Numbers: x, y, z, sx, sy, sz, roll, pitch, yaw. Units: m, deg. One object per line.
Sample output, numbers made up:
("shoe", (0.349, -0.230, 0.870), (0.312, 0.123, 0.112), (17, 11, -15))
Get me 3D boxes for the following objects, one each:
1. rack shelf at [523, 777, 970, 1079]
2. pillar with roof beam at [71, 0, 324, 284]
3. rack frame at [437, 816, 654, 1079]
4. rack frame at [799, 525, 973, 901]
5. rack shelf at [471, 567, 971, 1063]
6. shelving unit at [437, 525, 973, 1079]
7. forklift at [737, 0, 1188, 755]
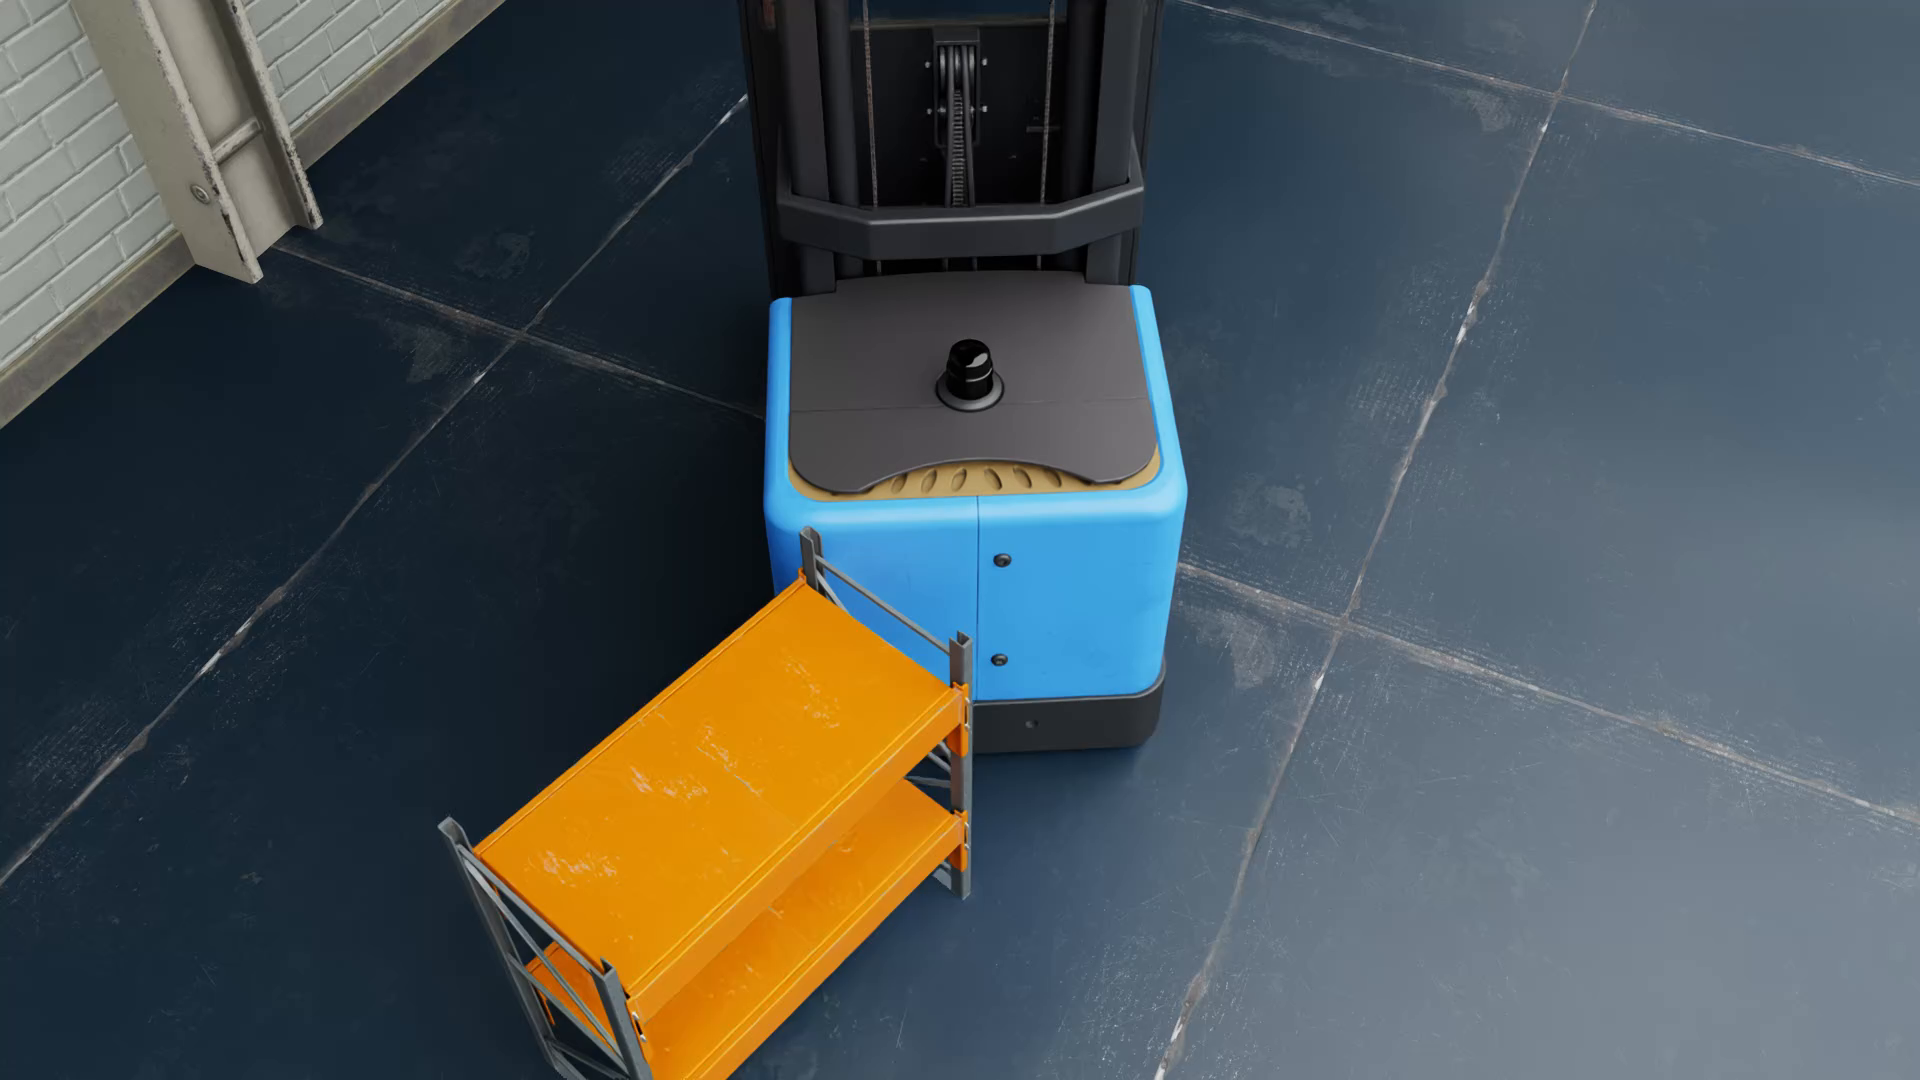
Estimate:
("rack shelf", (-0.503, 0.914, 4.055), (0.538, 0.278, 1.000), (34, 57, 25))
("pillar with roof beam", (1.273, -2.631, 1.580), (9.100, 9.000, 0.400), (20, 52, 16))
("rack frame", (-0.837, 1.047, 3.621), (0.500, 1.125, 0.032), (34, 57, 25))
("rack frame", (-0.169, 0.463, 4.117), (0.500, 1.125, 0.032), (34, 57, 25))
("rack shelf", (-0.503, 0.565, 3.646), (0.538, 0.278, 1.000), (34, 57, 25))
("shelving unit", (-0.503, 0.755, 3.869), (0.538, 1.125, 1.048), (34, 57, 25))
("forklift", (-0.036, -1.458, 4.566), (1.130, 2.935, 3.031), (-2, 50, -2))
